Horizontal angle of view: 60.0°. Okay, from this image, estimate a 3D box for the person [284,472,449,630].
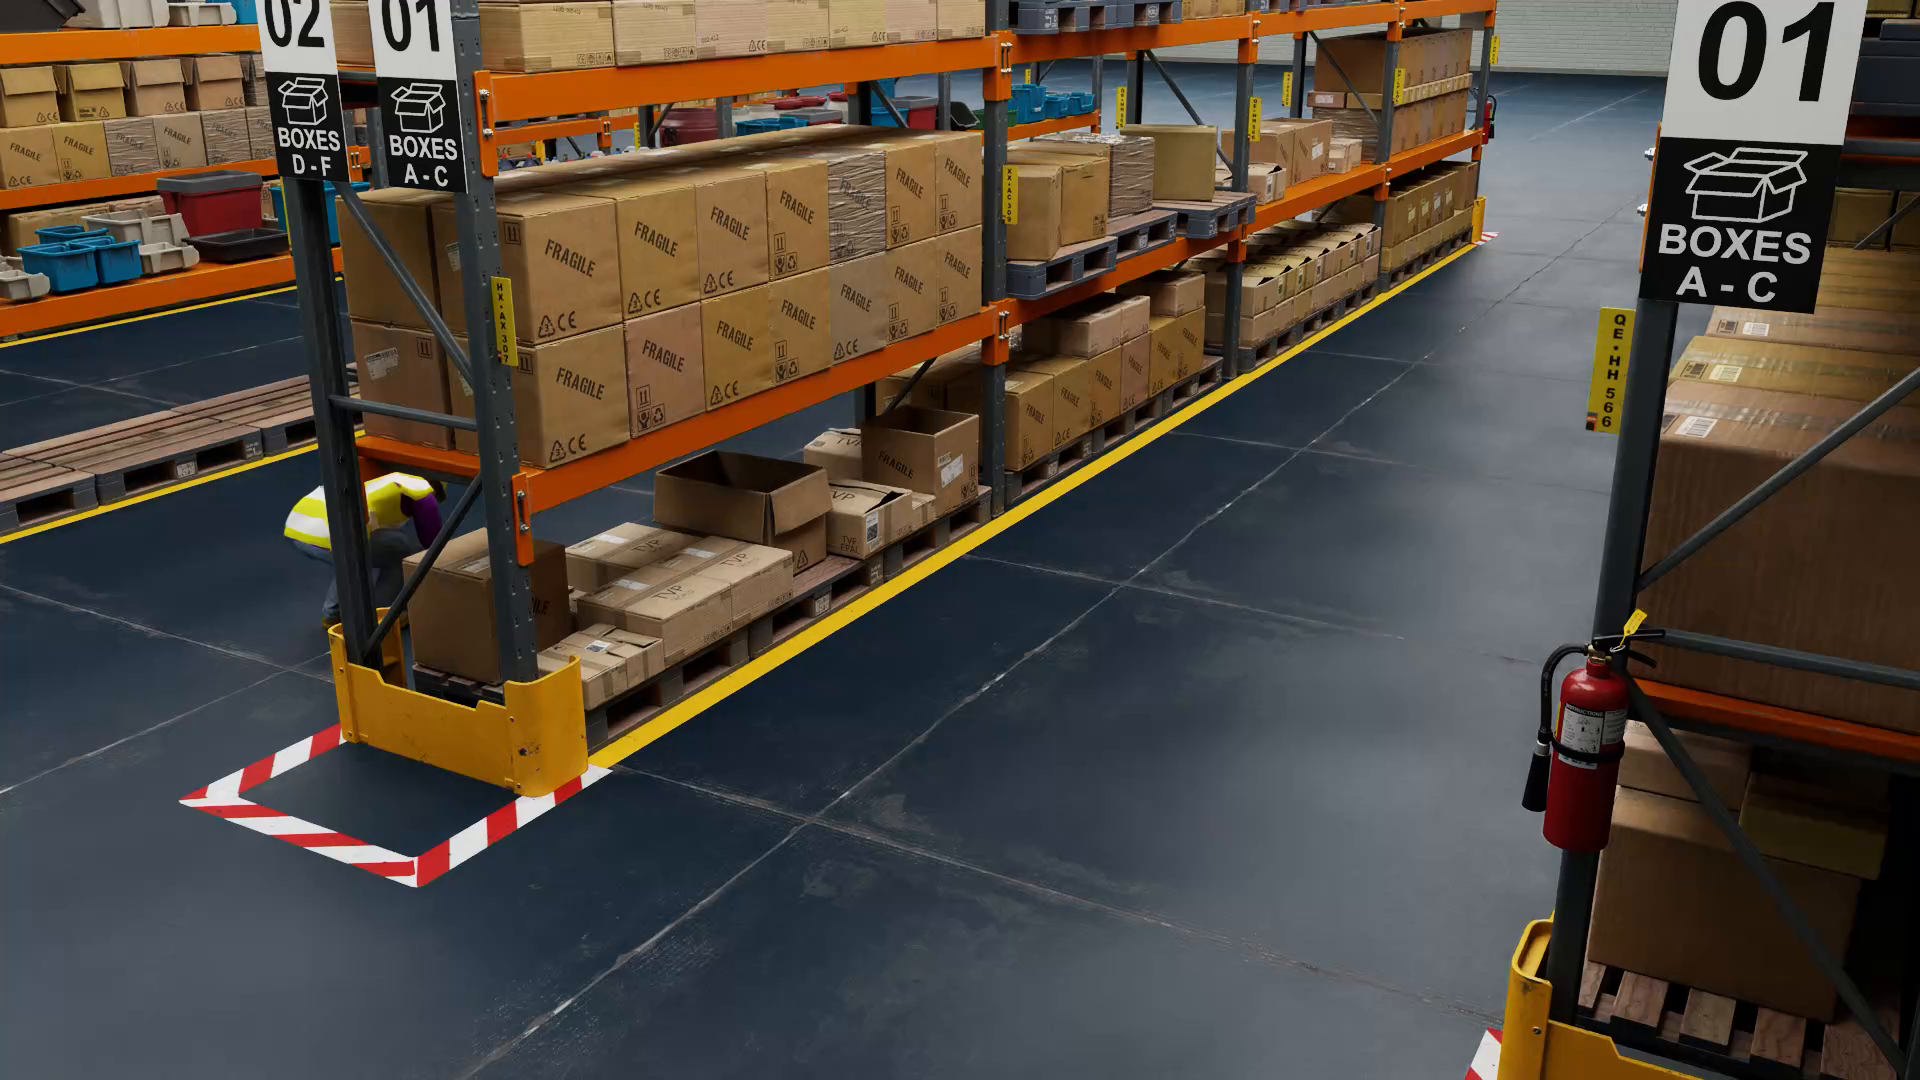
[{"bbox_3d":[-2.950,0.017,8.471,0.525,0.822,0.973,11,22,29],"label":"person"}]
